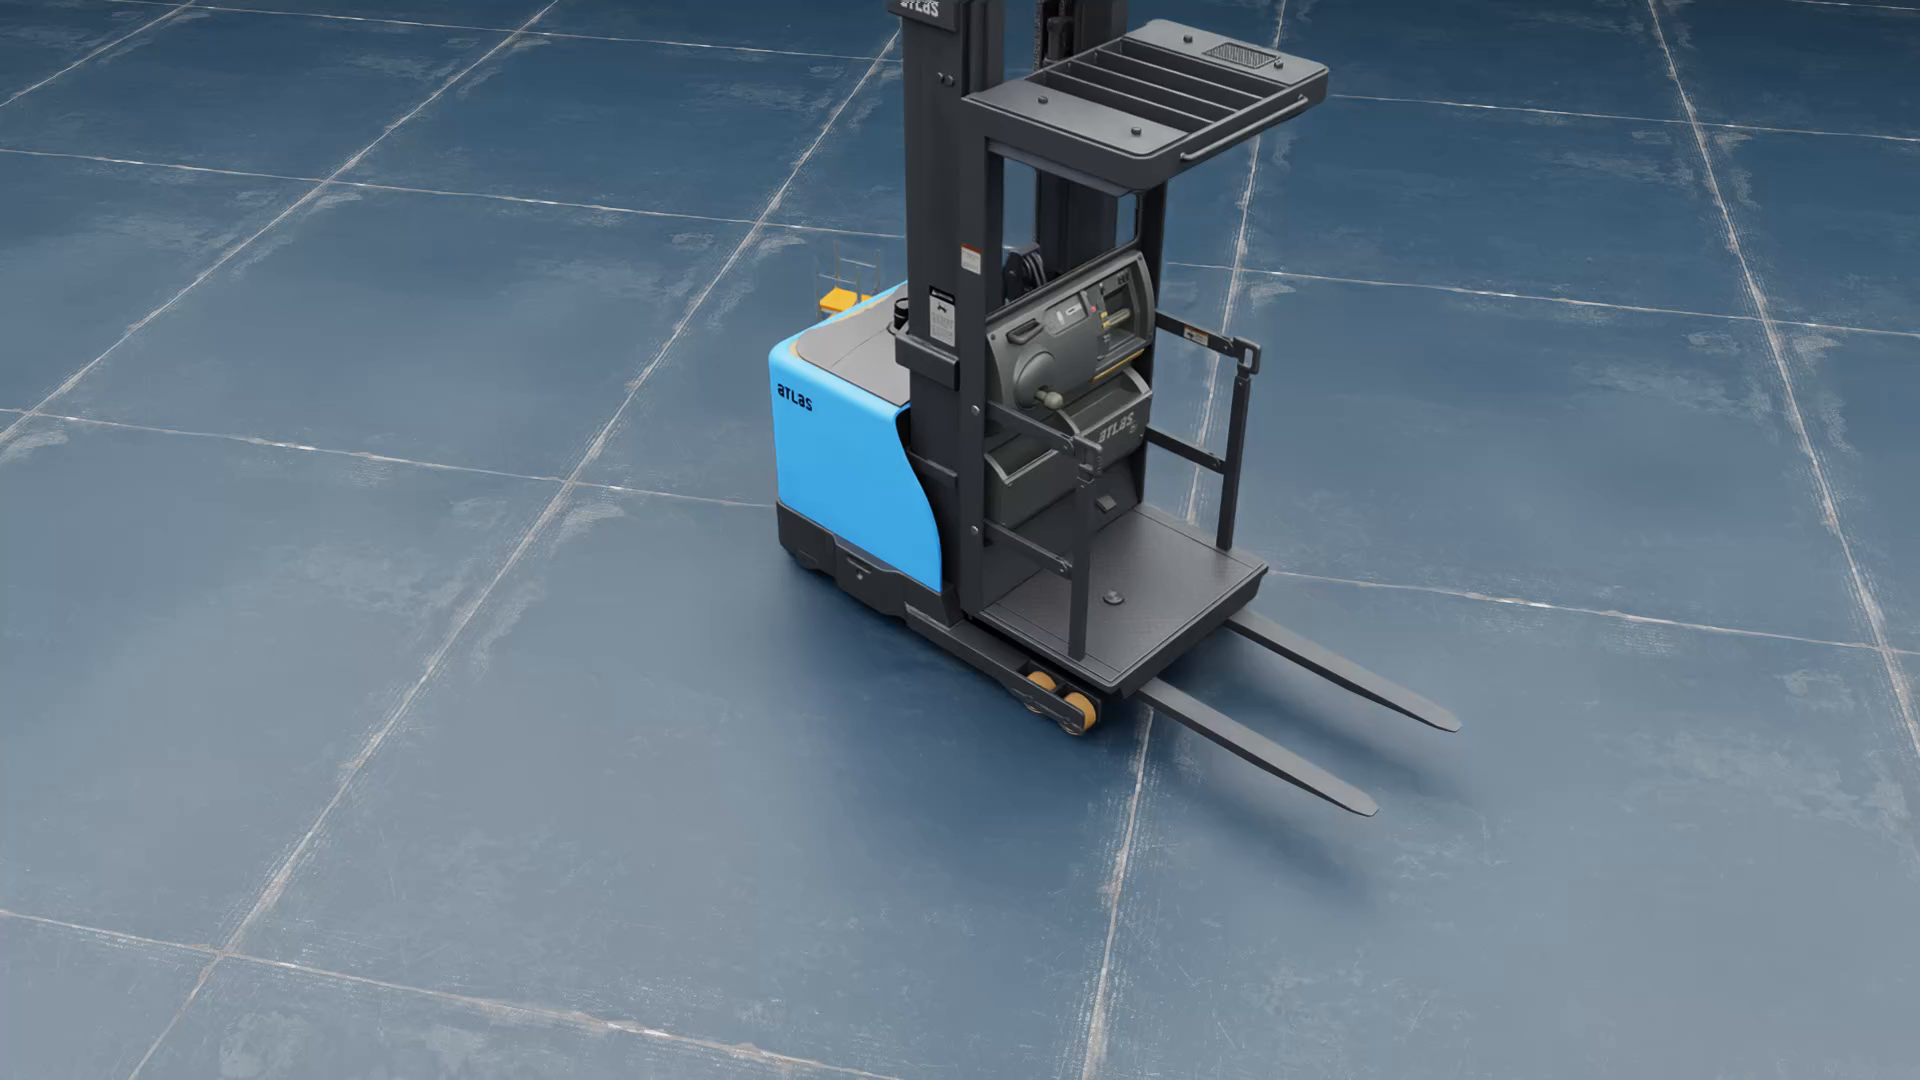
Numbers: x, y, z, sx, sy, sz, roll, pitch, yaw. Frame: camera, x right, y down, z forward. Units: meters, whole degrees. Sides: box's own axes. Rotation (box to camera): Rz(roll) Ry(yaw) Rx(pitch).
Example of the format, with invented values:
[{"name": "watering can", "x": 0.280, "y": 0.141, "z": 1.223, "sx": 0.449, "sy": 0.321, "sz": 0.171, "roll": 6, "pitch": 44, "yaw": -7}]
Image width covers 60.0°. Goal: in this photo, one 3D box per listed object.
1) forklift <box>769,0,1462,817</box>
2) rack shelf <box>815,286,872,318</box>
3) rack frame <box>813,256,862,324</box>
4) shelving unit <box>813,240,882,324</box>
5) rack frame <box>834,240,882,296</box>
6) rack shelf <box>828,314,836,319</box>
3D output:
[{"name": "forklift", "x": 0.594, "y": -0.755, "z": 6.294, "sx": 3.031, "sy": 2.935, "sz": 1.130, "roll": 28, "pitch": 45, "yaw": 33}, {"name": "rack shelf", "x": -0.510, "y": -1.060, "z": 7.652, "sx": 0.258, "sy": 0.103, "sz": 0.180, "roll": 16, "pitch": 39, "yaw": 21}, {"name": "rack frame", "x": -0.551, "y": -0.756, "z": 7.771, "sx": 0.240, "sy": 1.200, "sz": 0.006, "roll": 16, "pitch": 39, "yaw": 21}, {"name": "shelving unit", "x": -0.510, "y": -0.804, "z": 7.837, "sx": 0.258, "sy": 1.200, "sz": 0.189, "roll": 16, "pitch": 39, "yaw": 21}, {"name": "rack frame", "x": -0.469, "y": -0.852, "z": 7.903, "sx": 0.240, "sy": 1.200, "sz": 0.006, "roll": 16, "pitch": 39, "yaw": 21}, {"name": "rack shelf", "x": -0.510, "y": -0.963, "z": 7.722, "sx": 0.258, "sy": 0.103, "sz": 0.180, "roll": 16, "pitch": 39, "yaw": 21}]
